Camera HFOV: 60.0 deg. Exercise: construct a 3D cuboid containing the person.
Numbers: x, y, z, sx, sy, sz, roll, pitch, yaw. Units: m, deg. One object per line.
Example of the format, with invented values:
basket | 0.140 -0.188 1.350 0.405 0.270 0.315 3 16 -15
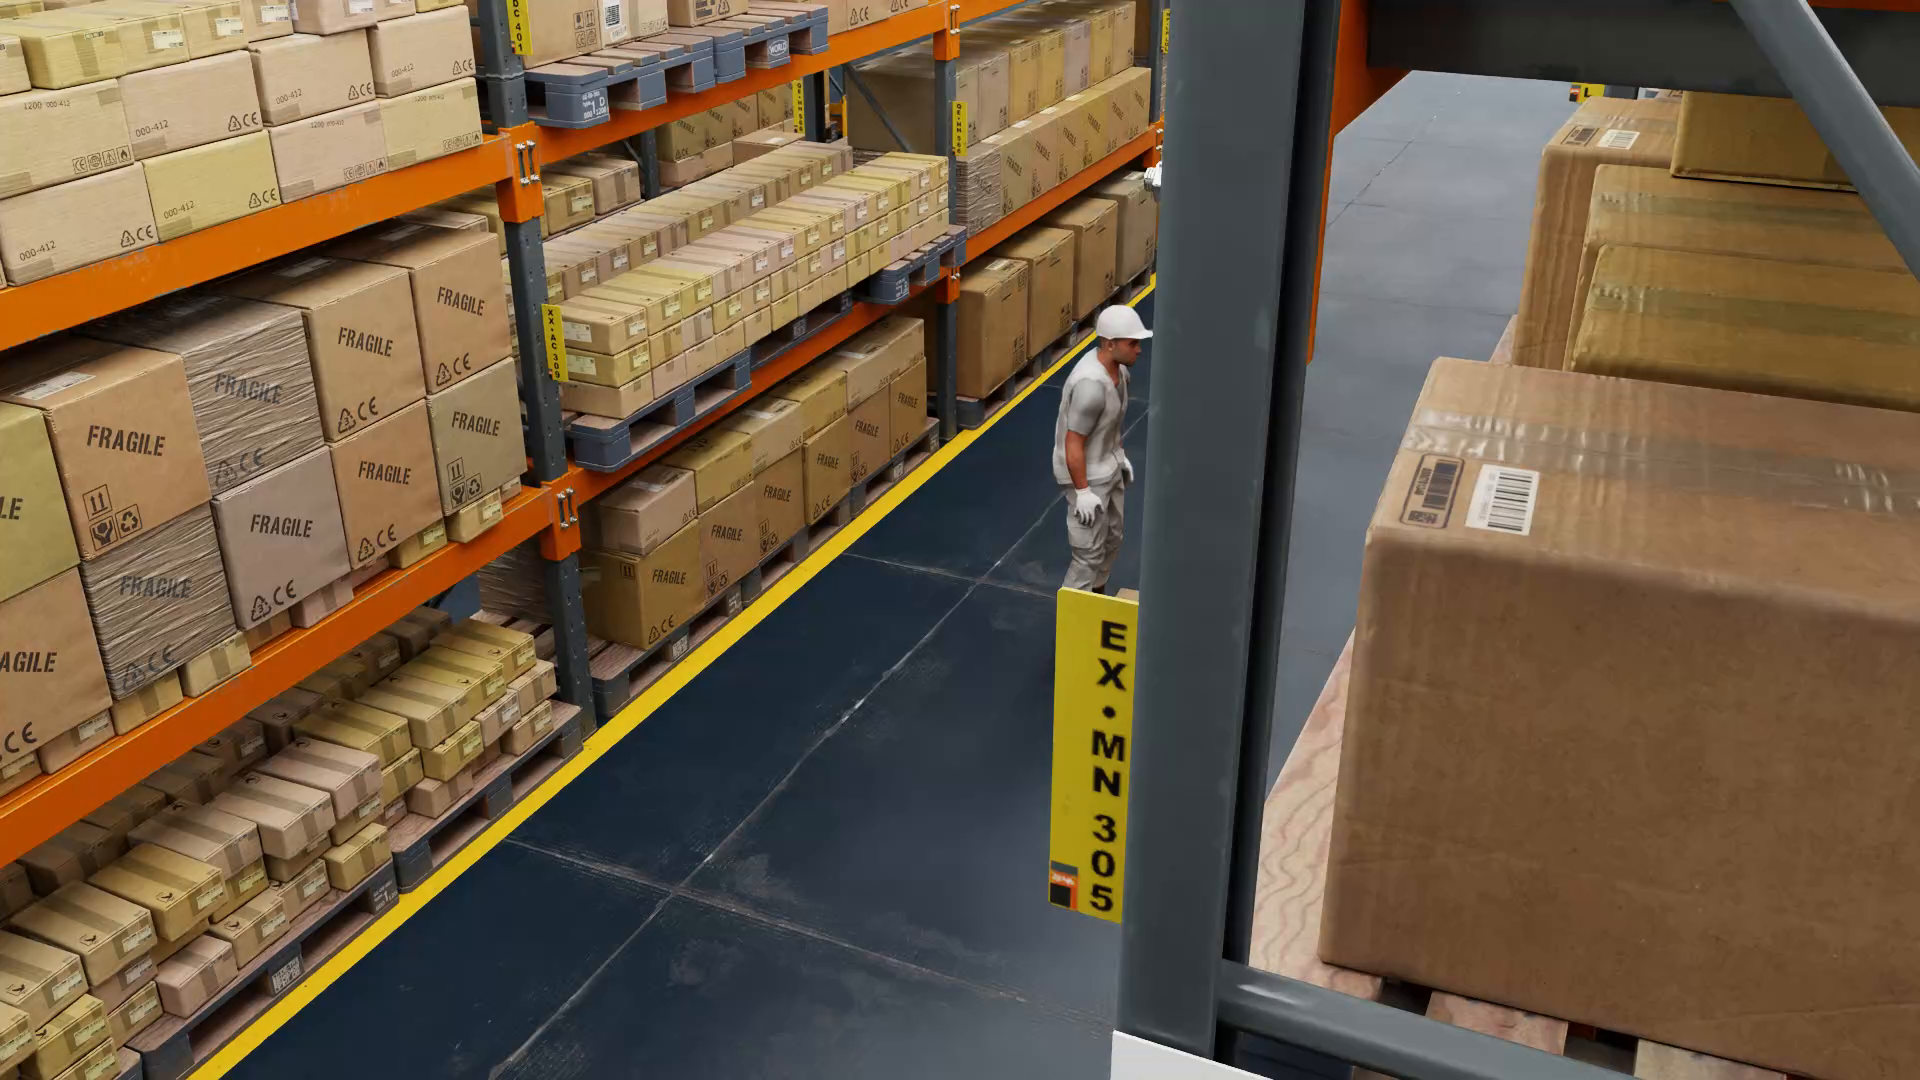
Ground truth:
person | 0.694 -0.300 8.213 0.450 1.780 0.607 11 28 22
